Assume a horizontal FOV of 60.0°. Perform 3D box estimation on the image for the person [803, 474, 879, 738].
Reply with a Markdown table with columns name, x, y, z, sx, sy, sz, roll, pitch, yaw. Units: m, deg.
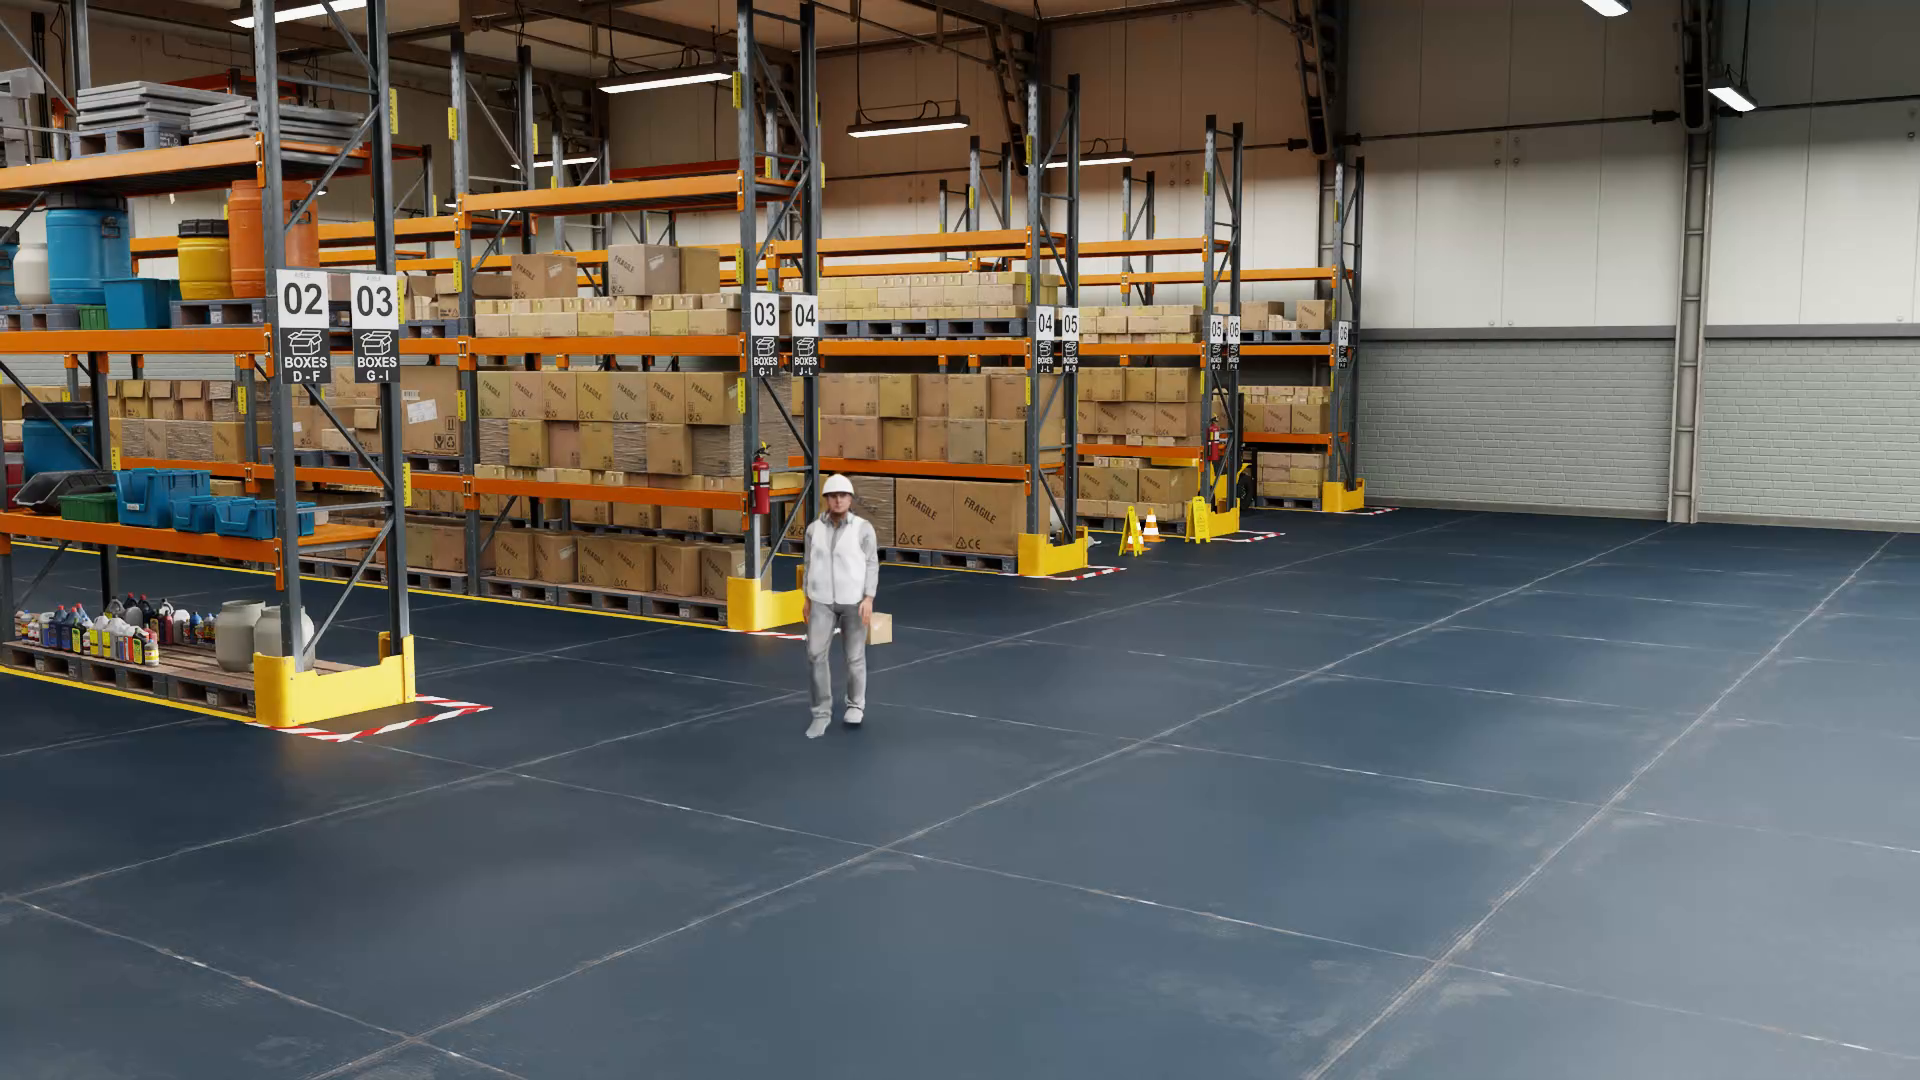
| name | x | y | z | sx | sy | sz | roll | pitch | yaw |
| --- | --- | --- | --- | --- | --- | --- | --- | --- | --- |
| person | -0.840 | 0.465 | 11.572 | 0.566 | 1.841 | 0.595 | 1 | 6 | 7 |
